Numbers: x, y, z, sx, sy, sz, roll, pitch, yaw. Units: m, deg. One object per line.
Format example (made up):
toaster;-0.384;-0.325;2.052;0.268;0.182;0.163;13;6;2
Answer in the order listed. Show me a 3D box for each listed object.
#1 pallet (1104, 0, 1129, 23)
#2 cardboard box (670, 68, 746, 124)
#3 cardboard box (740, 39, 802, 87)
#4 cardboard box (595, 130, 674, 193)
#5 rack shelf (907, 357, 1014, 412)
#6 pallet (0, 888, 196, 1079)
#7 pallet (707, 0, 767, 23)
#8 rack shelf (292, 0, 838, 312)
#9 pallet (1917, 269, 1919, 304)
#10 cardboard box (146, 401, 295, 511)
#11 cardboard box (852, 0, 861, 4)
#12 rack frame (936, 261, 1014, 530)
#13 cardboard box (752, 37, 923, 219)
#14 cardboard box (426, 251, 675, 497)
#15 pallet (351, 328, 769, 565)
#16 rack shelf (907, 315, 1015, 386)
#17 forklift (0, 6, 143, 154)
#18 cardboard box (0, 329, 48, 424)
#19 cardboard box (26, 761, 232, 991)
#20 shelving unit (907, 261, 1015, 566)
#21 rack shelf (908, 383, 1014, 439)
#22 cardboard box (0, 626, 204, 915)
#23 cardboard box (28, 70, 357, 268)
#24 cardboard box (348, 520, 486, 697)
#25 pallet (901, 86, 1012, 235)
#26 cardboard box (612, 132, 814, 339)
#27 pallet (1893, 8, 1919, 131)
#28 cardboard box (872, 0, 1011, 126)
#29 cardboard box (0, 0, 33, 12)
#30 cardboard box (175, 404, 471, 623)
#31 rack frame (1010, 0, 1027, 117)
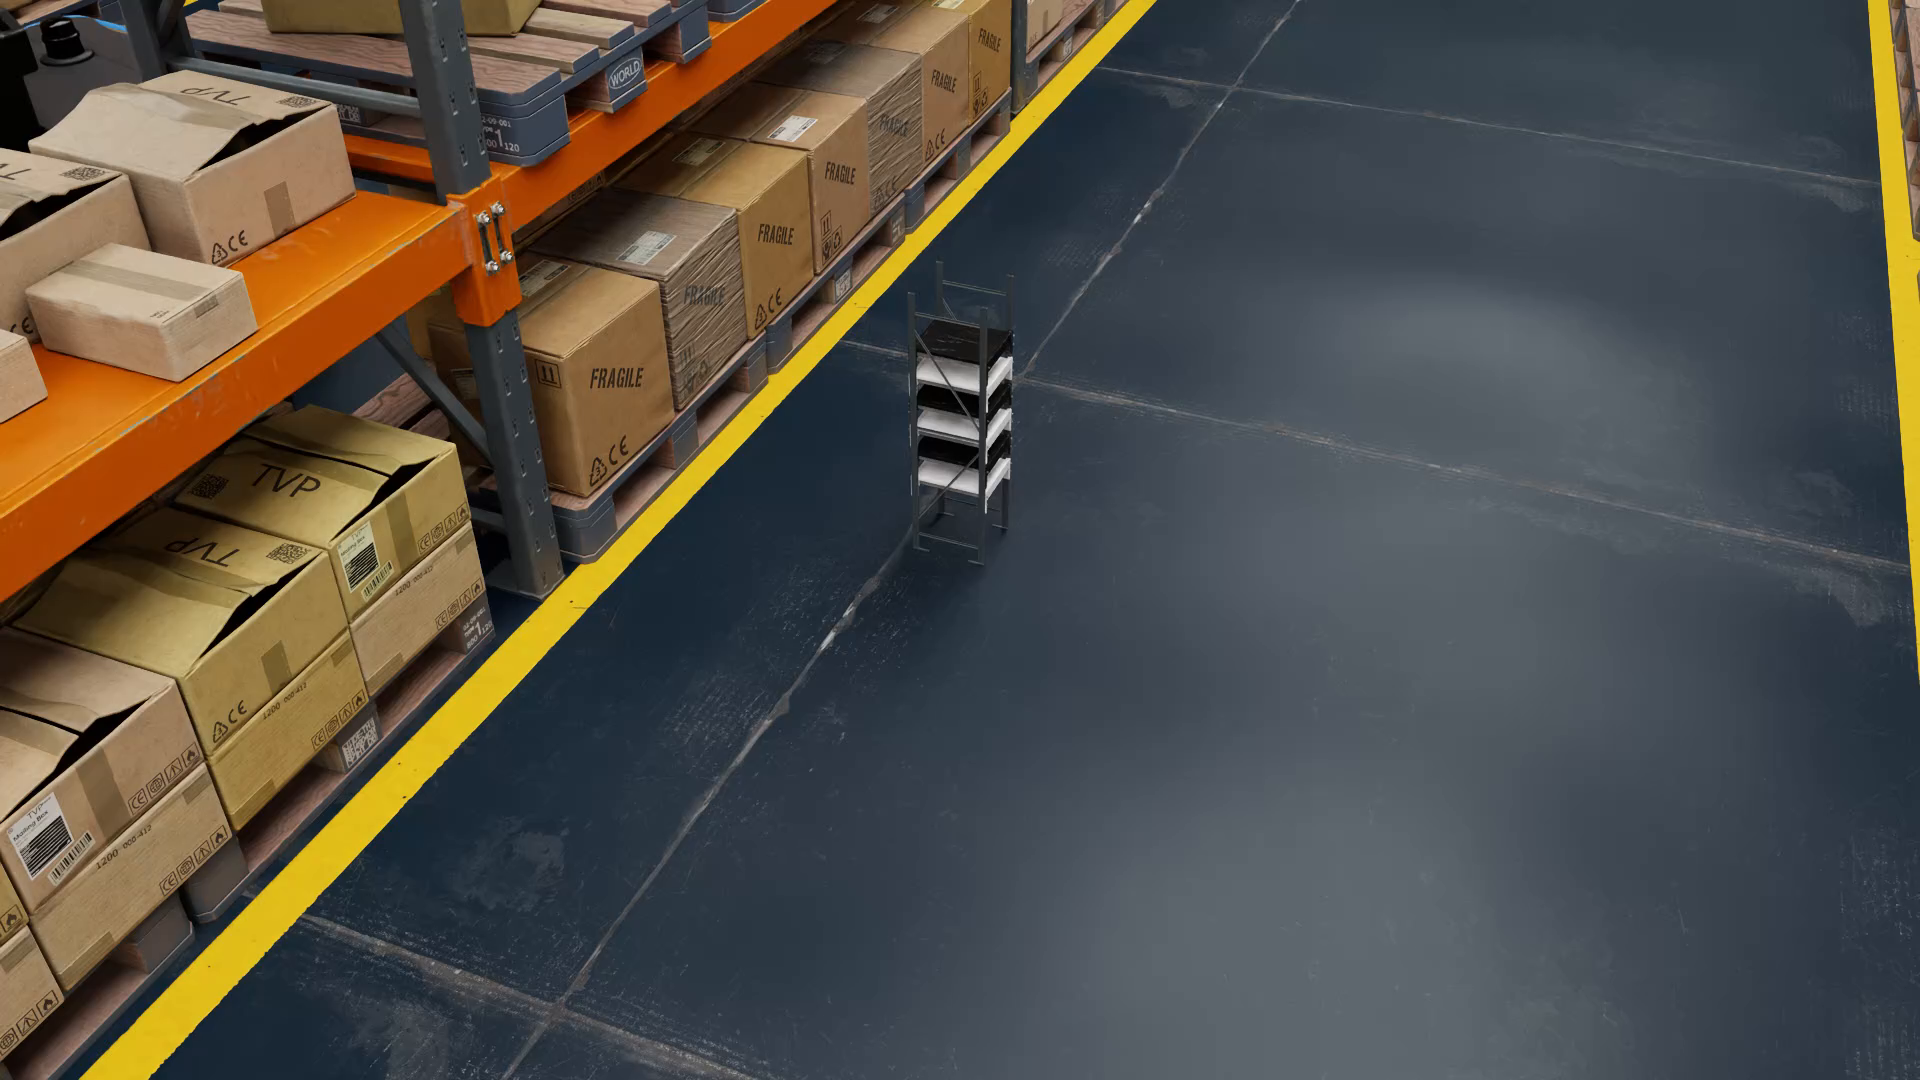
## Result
pallet;0.555;-3.317;9.511;1.003;0.211;1.213;14;39;18
cardboard box;-1.150;-1.807;6.257;0.500;0.250;0.500;13;39;17
cardboard box;-0.969;-1.766;6.827;0.500;0.500;0.500;14;39;18
cardboard box;-1.356;-1.194;6.062;0.500;0.500;0.500;12;39;16
rack shelf;0.003;-0.482;4.899;0.258;0.077;0.200;14;39;18
pallet;-2.507;1.076;3.634;1.003;0.211;1.213;14;39;18
pallet;-0.956;-2.162;5.797;1.003;0.211;1.213;14;39;18
rack shelf;-0.931;-1.980;5.995;1.077;0.370;4.000;14;39;18
pallet;4.077;-0.711;6.025;1.003;0.211;1.213;14;39;18
cardboard box;-2.163;-0.230;4.529;0.500;0.311;0.500;15;39;19
cardboard box;-0.580;-2.339;7.594;0.500;0.500;0.500;12;38;16
rack frame;0.042;-0.421;5.062;0.240;0.900;0.006;14;39;18
cardboard box;-0.480;-1.663;6.690;0.500;0.500;0.500;14;39;18
cardboard box;-1.255;-0.523;5.165;0.500;0.500;0.500;15;39;20
pallet;-1.373;-0.449;5.674;1.003;0.211;1.213;14;39;18
rack shelf;0.003;-0.555;4.845;0.258;0.077;0.200;14;39;18
forklift;-3.535;-1.321;4.570;1.130;2.935;3.031;19;41;23
cardboard box;-2.125;-0.342;3.412;0.380;0.149;0.250;17;40;21
cardboard box;-2.054;0.683;3.777;0.500;0.250;0.500;15;39;19
shelving unit;0.003;-0.365;4.987;0.258;0.900;0.210;14;39;18
rack shelf;0.003;-0.410;4.953;0.258;0.077;0.200;14;39;18
cardboard box;-2.050;0.461;3.605;0.500;0.311;0.500;14;39;17
cardboard box;-1.871;-0.934;4.069;0.500;0.311;0.500;16;40;21
cardboard box;-1.667;0.119;4.532;0.500;0.250;0.500;15;39;19
pallet;-0.445;-1.800;7.482;1.003;0.211;1.213;14;39;18
cardboard box;-0.865;-1.091;5.924;0.500;0.500;0.500;13;39;17
pallet;5.116;-2.222;8.047;1.003;0.211;1.213;14;39;18
cardboard box;-0.093;-2.212;7.425;0.500;0.500;0.500;14;39;17
cardboard box;-5.215;-2.927;8.105;0.750;0.750;0.750;15;39;19
cardboard box;-1.664;-0.107;4.365;0.500;0.311;0.500;15;39;19
rack frame;-0.170;-3.376;7.261;1.000;3.000;0.127;14;39;18
